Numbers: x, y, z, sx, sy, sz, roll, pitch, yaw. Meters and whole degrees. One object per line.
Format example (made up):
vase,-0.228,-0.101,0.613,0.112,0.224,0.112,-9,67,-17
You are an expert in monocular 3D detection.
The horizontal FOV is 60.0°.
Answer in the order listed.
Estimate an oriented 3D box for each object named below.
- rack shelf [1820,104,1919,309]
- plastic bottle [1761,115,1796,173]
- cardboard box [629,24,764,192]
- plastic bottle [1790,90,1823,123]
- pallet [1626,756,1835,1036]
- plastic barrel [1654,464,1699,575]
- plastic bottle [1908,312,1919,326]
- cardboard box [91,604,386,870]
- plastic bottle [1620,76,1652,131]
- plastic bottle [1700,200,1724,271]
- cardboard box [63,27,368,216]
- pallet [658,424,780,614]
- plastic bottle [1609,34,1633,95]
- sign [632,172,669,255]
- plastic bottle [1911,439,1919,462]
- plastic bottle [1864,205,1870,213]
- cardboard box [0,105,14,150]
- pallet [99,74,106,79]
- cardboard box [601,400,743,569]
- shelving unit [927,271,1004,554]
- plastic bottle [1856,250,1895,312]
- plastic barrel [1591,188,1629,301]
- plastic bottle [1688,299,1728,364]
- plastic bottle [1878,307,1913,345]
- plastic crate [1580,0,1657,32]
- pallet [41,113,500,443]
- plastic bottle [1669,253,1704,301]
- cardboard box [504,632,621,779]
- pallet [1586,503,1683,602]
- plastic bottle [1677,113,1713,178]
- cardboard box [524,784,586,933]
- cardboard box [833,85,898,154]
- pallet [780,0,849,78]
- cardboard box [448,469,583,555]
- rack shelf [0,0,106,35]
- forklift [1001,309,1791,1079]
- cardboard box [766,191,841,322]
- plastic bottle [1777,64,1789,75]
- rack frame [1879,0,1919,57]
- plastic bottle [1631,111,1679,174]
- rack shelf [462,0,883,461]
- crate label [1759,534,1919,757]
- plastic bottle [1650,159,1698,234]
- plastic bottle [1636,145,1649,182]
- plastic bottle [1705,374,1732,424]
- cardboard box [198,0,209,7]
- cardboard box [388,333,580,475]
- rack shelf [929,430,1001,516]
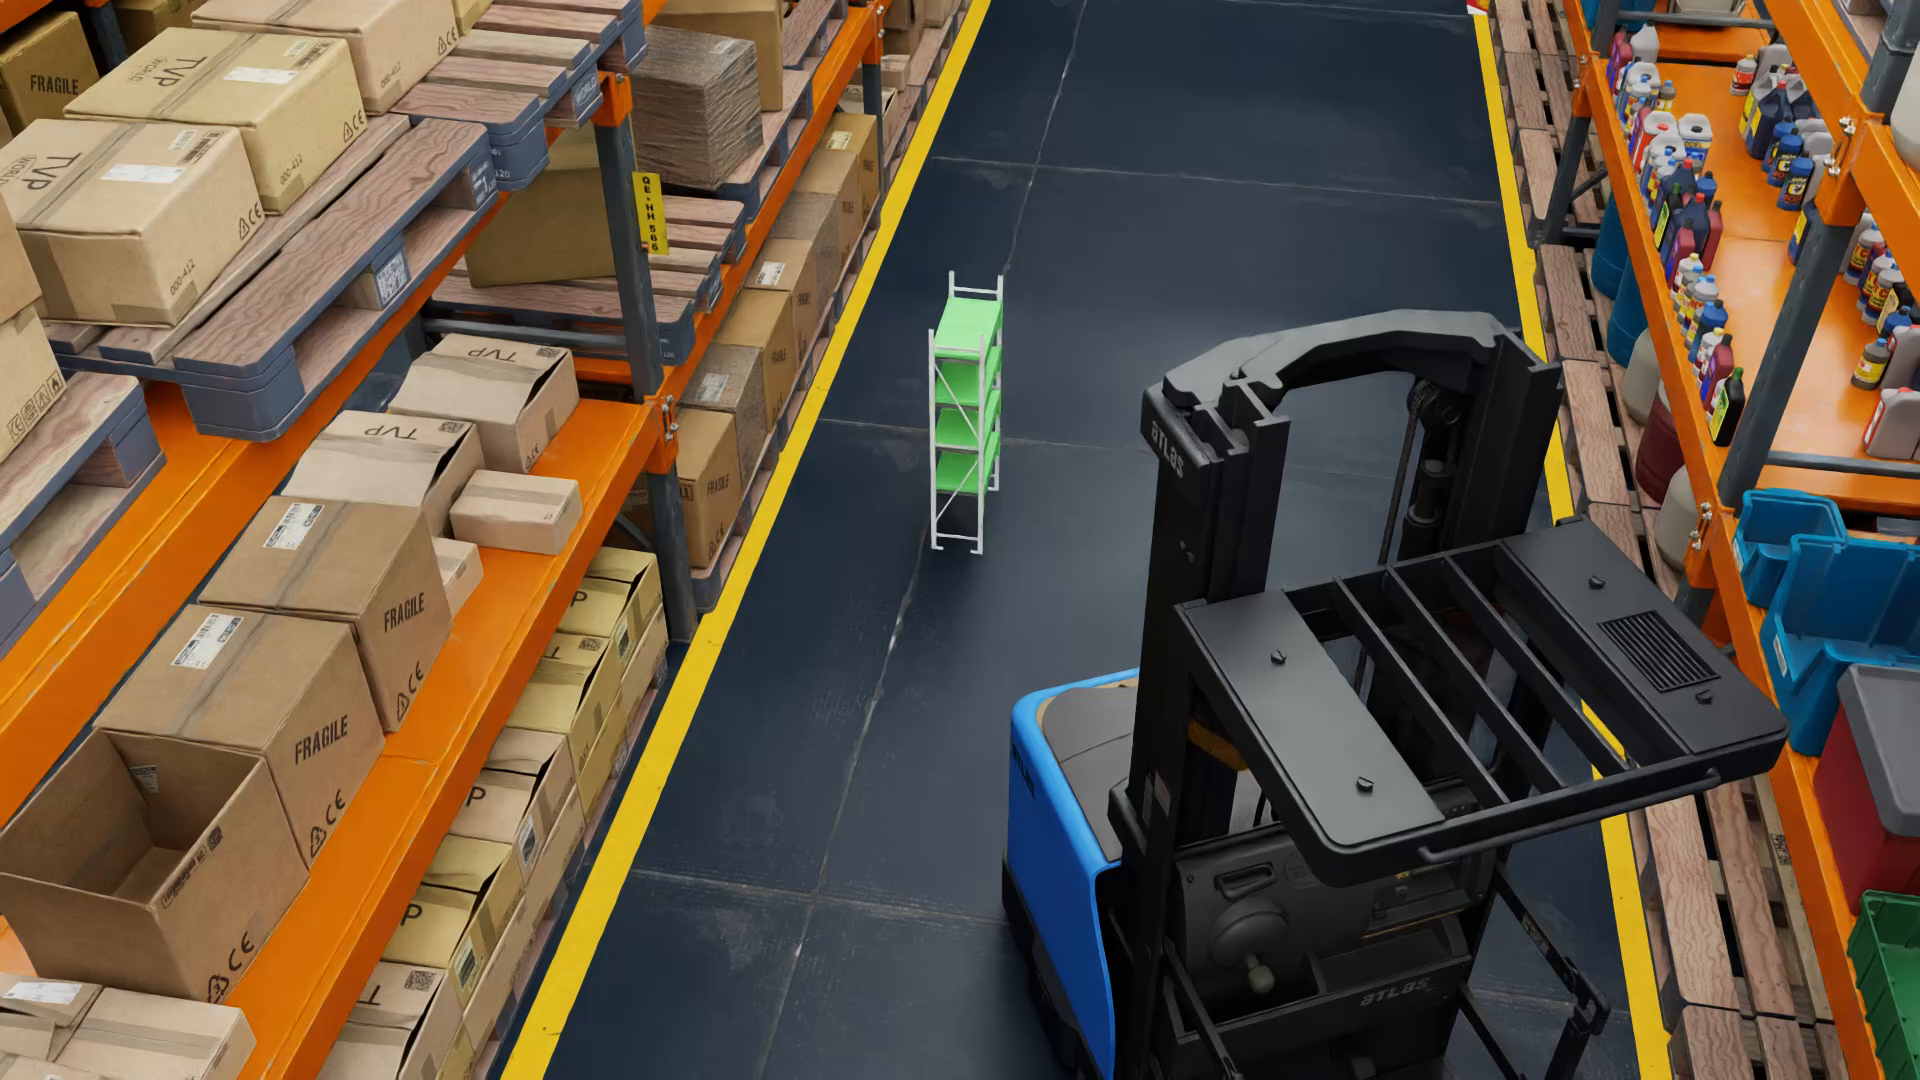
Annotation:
rack shelf,2.868,0.135,3.540,1.077,0.370,4.000,6,40,8
plastic bottle,3.880,-1.876,7.862,0.097,0.271,0.097,0,40,0
cardboard box,-1.319,-1.951,7.445,0.700,0.500,0.500,14,42,16
plastic bottle,4.038,-2.004,7.955,0.144,0.351,0.185,6,40,8
pallet,3.042,1.315,6.091,1.003,0.211,1.213,6,40,8
plastic barrel,3.292,-0.118,7.258,0.421,0.512,0.421,0,40,0
plastic bottle,3.756,-0.802,6.554,0.061,0.283,0.133,6,40,8
cardboard box,-2.029,0.557,4.741,0.500,0.500,0.500,6,40,8
plastic bottle,3.341,-2.154,8.200,0.097,0.271,0.097,0,40,0
plastic bottle,3.236,-1.315,7.175,0.061,0.283,0.133,6,40,8
cardboard box,-1.870,-1.071,4.222,0.500,0.250,0.500,6,40,7
pallet,-1.497,-0.180,7.899,1.003,0.211,1.213,6,40,8
plastic bottle,3.400,-2.440,8.536,0.061,0.283,0.133,6,40,8
sign,-1.116,-1.177,6.008,0.100,0.325,0.005,6,40,8
plastic bottle,3.607,-0.430,6.110,0.152,0.276,0.135,6,40,8
plastic bottle,3.879,-1.429,7.259,0.144,0.351,0.185,6,40,8
cardboard box,-5.986,-2.197,9.508,0.750,0.750,0.750,8,40,9
pallet,-5.642,-3.238,11.598,1.003,0.211,1.213,6,40,8
cardboard box,-1.303,-0.250,7.412,0.500,0.500,0.500,8,40,10
shelving unit,0.029,-0.566,7.590,0.258,1.200,0.503,6,40,8
plastic bottle,3.814,-1.078,6.897,0.097,0.271,0.097,0,40,0
plastic barrel,3.796,-1.766,8.945,0.600,0.901,0.708,6,40,8
plastic bottle,2.976,-0.830,6.598,0.097,0.271,0.097,0,40,0
plastic bottle,3.675,-0.795,6.555,0.097,0.271,0.097,0,40,0
plastic crate,3.651,-3.100,9.207,0.392,0.384,0.575,6,40,8
pallet,-1.884,-0.735,4.177,1.003,0.211,1.213,8,40,10
plastic bottle,3.060,-1.109,6.990,0.097,0.201,0.097,0,40,0
cardboard box,-1.595,0.574,6.186,0.500,0.311,0.500,6,40,7
pallet,3.310,0.334,7.278,1.003,0.211,1.213,6,40,8
plastic bottle,3.441,-1.858,7.837,0.152,0.276,0.135,6,40,8
cardboard box,-1.690,1.104,5.986,0.500,0.250,0.500,7,40,9
cardboard box,-0.686,-2.673,10.491,0.500,0.311,0.500,6,40,8
pallet,-1.217,-2.737,8.954,1.003,0.211,1.213,6,40,8
cardboard box,-1.547,-0.098,5.809,0.380,0.149,0.250,6,40,8
rack shelf,-6.197,-2.312,8.854,1.077,0.370,4.000,6,40,8
forklift,1.092,1.017,4.317,1.130,2.935,3.031,-12,41,-14
cardboard box,-0.956,-1.541,8.974,0.500,0.500,0.500,7,40,8
plastic bottle,4.164,-2.317,8.451,0.097,0.201,0.097,0,40,0
rack frame,3.214,-2.554,3.873,1.000,3.000,0.127,6,40,8
plastic bottle,3.291,-1.875,7.857,0.152,0.276,0.135,6,40,8
rack shelf,-1.318,-1.768,8.196,1.077,0.370,4.000,6,40,8
crate label,2.776,0.338,5.056,0.502,0.435,0.616,6,40,8
plastic bottle,3.186,-1.536,7.389,0.144,0.351,0.185,6,40,8
plastic bottle,3.244,-1.776,7.797,0.097,0.201,0.097,0,40,0
plastic bottle,2.902,-0.536,6.297,0.097,0.201,0.097,0,40,0
cardboard box,-5.531,-3.816,11.740,0.700,0.500,0.500,6,40,7
cardboard box,-1.770,-0.532,6.207,0.500,0.311,0.500,9,40,10
rack shelf,0.029,-0.332,7.784,0.258,0.148,0.480,6,40,8
